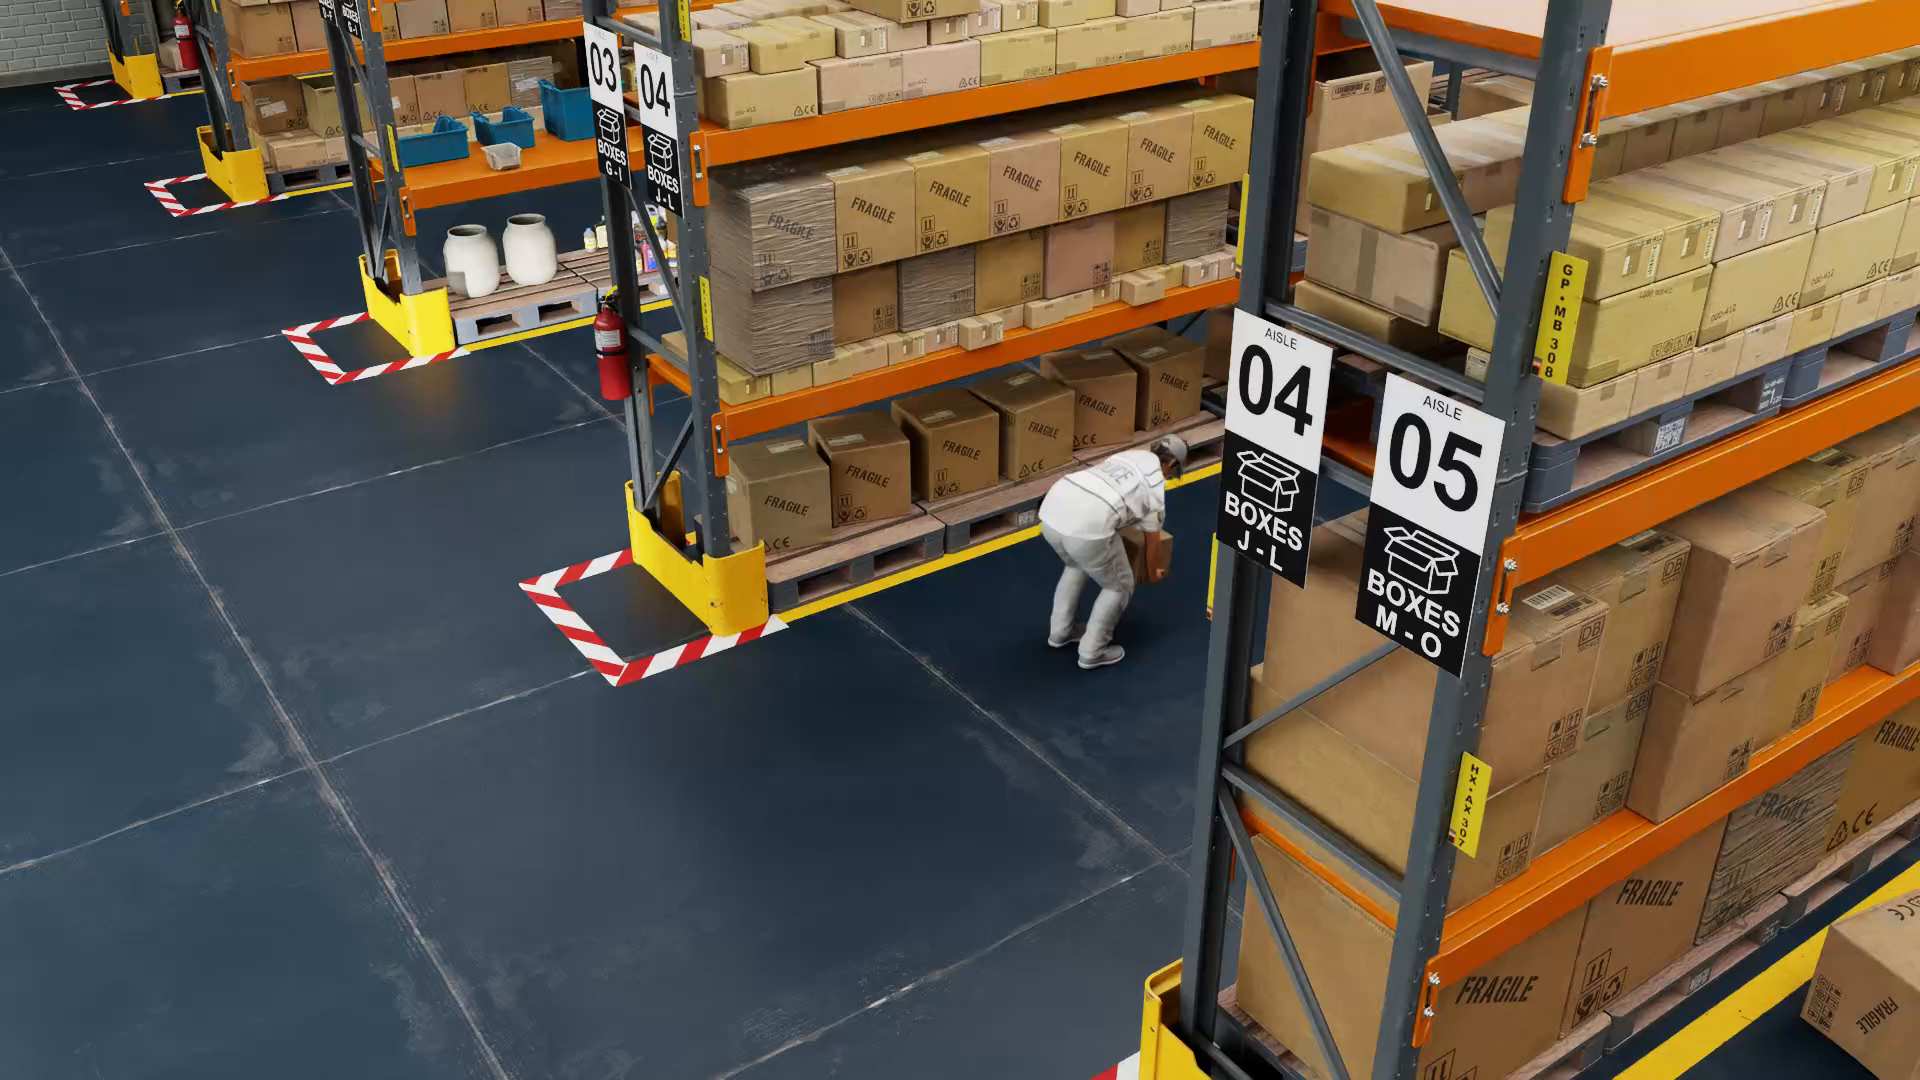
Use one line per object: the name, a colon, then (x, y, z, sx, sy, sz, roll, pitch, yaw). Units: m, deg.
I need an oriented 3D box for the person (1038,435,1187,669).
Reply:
person: (0.857, 0.053, 9.065, 0.935, 1.153, 0.466, -20, 35, -32)
